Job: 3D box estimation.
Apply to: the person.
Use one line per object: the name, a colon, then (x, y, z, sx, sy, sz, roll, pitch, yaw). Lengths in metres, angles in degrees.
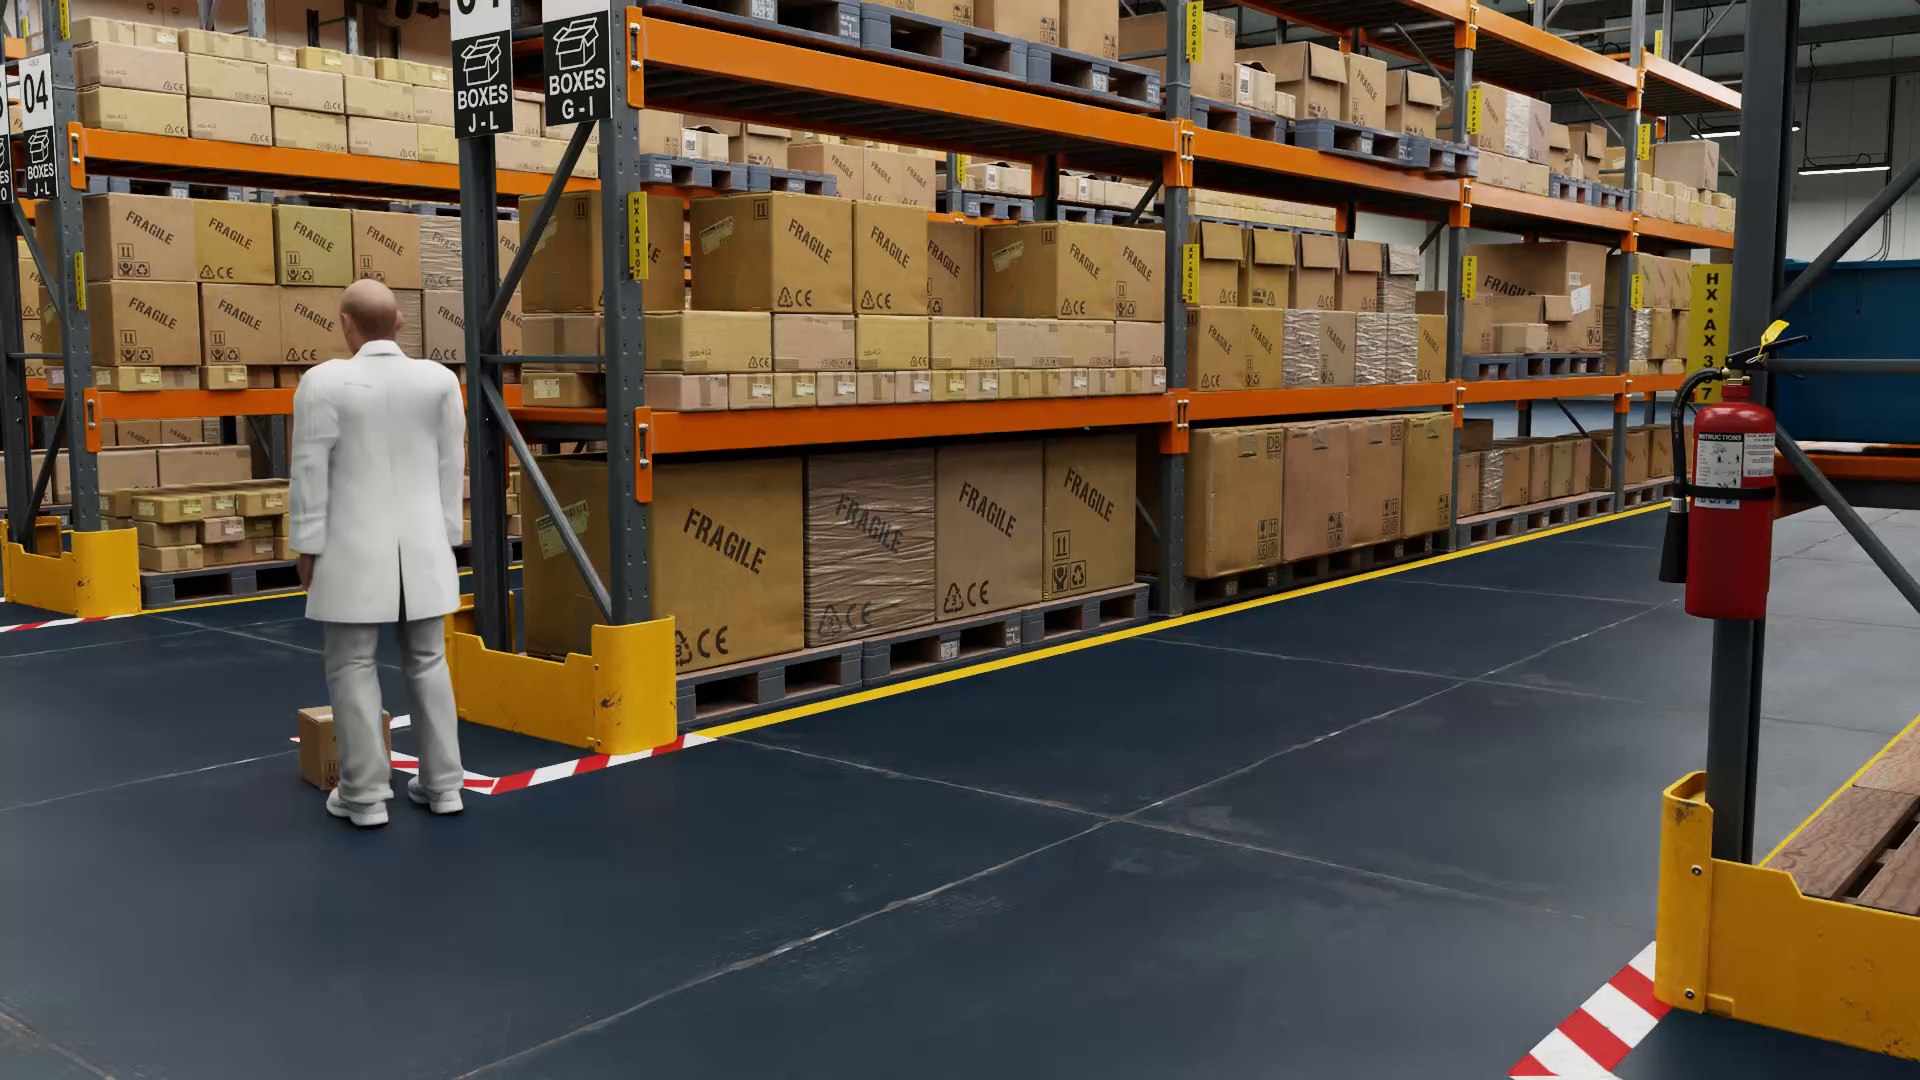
person: (-1.925, 0.037, 5.501, 0.562, 1.774, 0.379, -5, 8, -36)
